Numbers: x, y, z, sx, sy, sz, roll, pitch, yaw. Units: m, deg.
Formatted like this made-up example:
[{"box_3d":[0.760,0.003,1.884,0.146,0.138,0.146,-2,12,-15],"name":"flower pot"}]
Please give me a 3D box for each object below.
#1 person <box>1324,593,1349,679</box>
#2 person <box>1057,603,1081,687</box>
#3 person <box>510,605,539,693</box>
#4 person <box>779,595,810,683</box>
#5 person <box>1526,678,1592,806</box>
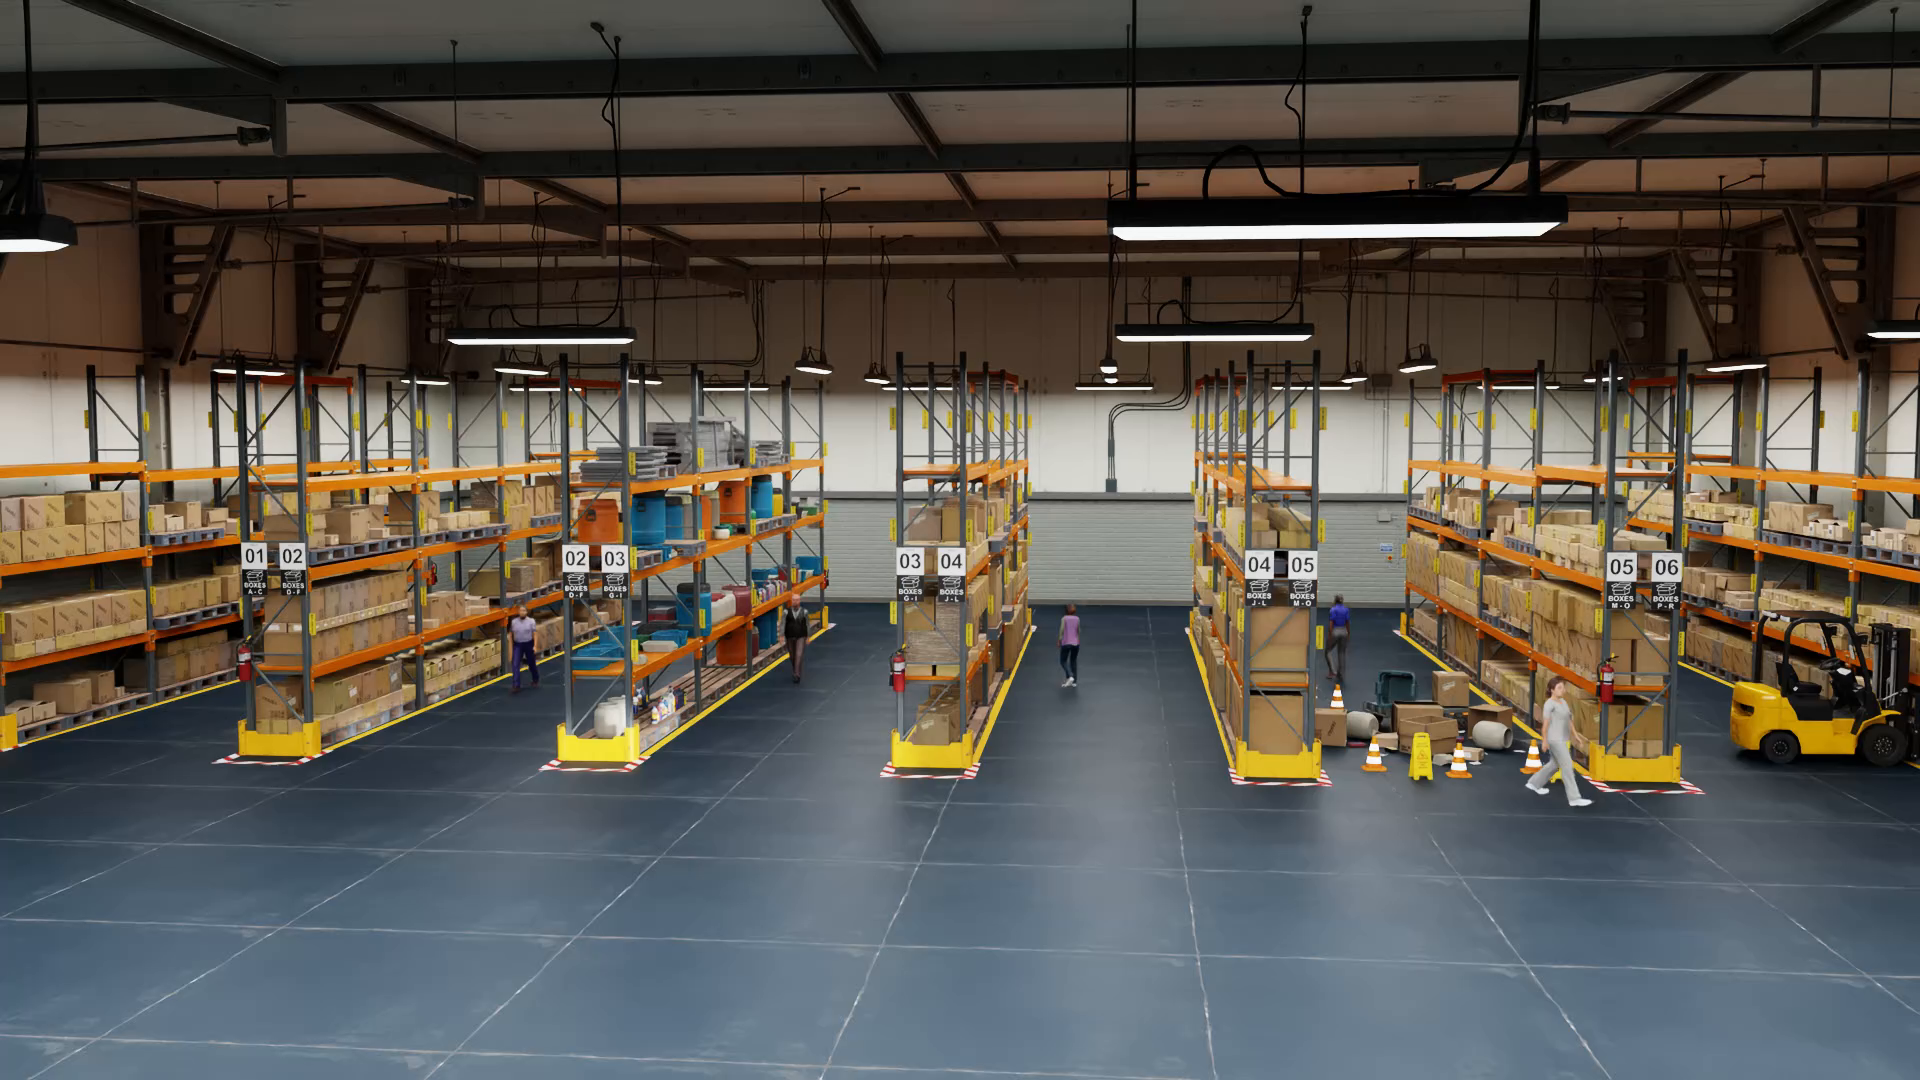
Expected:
[{"box_3d":[7.368,1.895,32.451,0.492,1.681,0.354,-1,4,-20],"name":"person"},{"box_3d":[2.095,2.003,31.306,0.473,1.561,0.567,-2,4,-20],"name":"person"},{"box_3d":[-8.109,1.994,30.928,0.565,1.588,1.034,0,4,3],"name":"person"},{"box_3d":[-3.193,1.890,32.020,0.541,1.673,1.057,1,4,8],"name":"person"},{"box_3d":[7.865,2.628,21.818,0.462,1.634,0.965,-4,5,-42],"name":"person"}]
